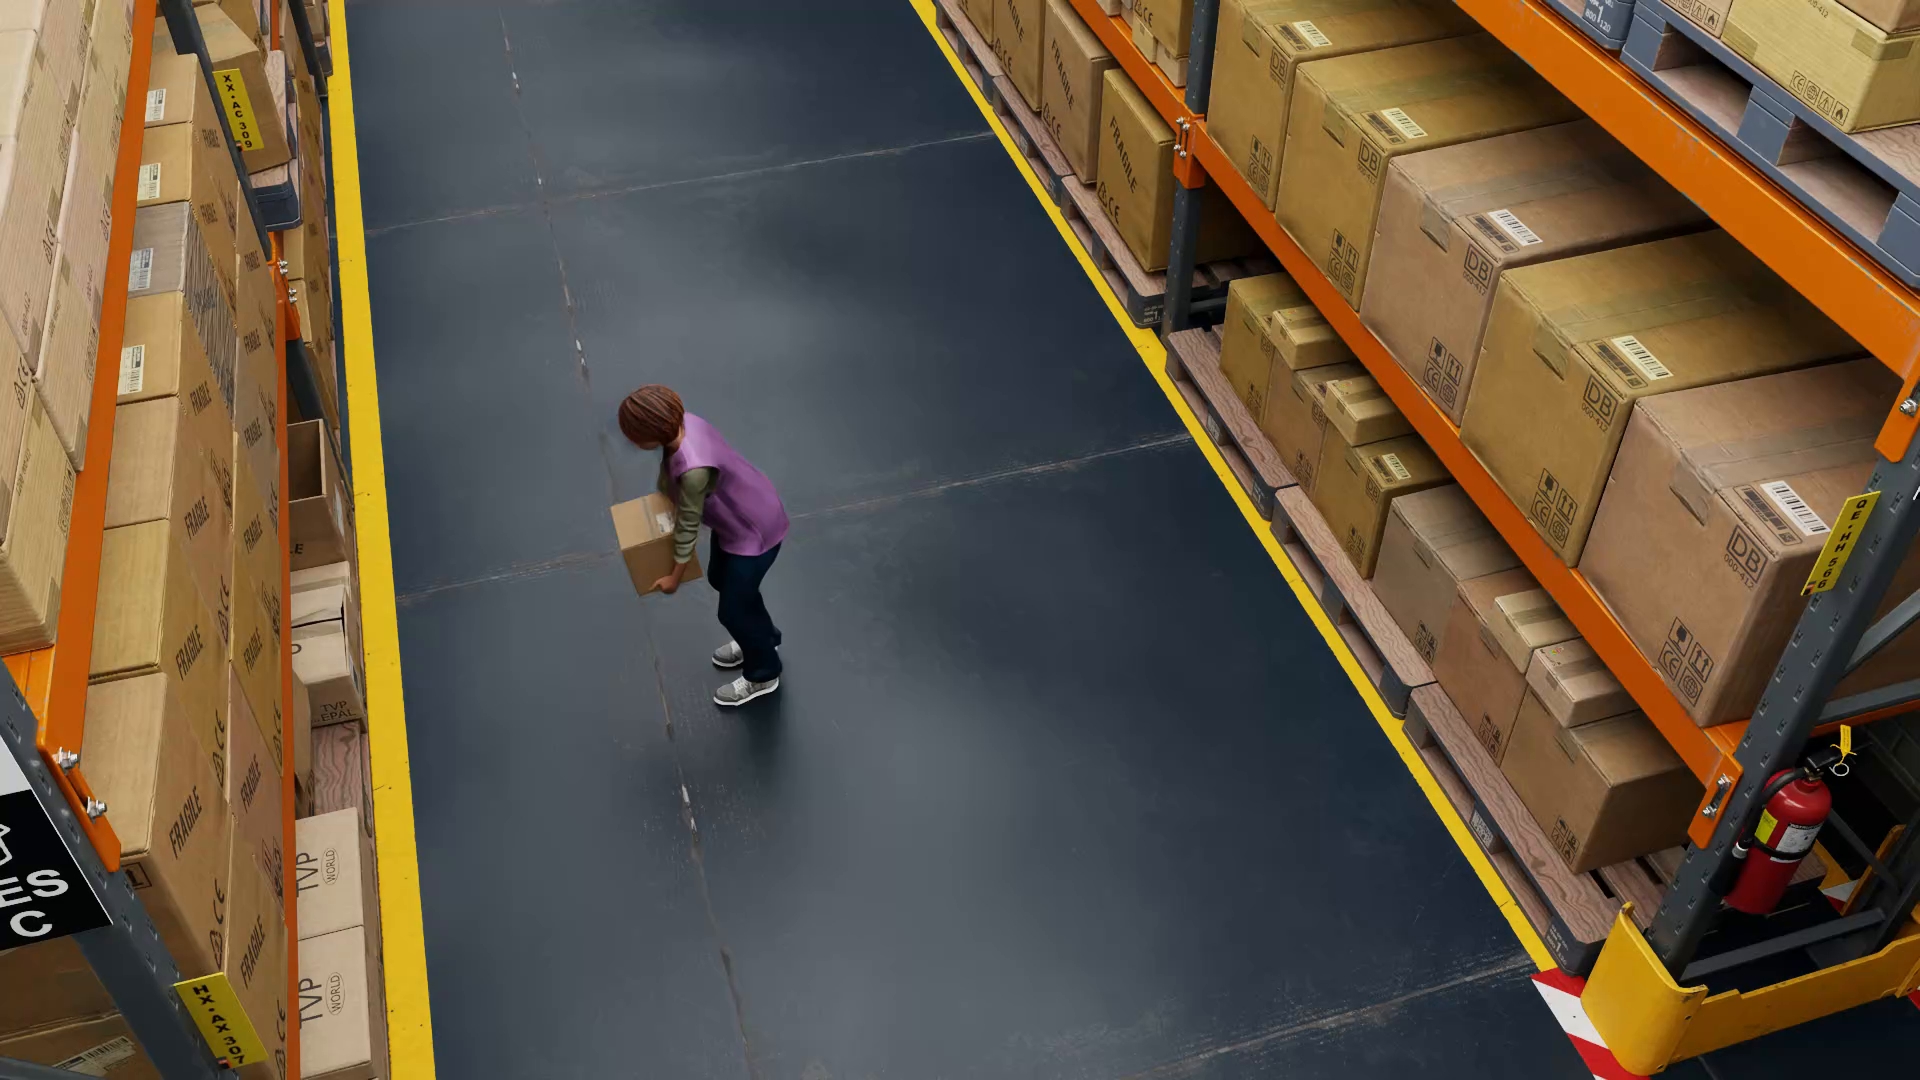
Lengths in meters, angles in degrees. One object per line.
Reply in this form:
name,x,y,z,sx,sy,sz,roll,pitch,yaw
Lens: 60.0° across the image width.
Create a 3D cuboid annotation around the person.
person,-0.917,0.010,6.223,0.557,1.514,0.377,-13,44,-13
